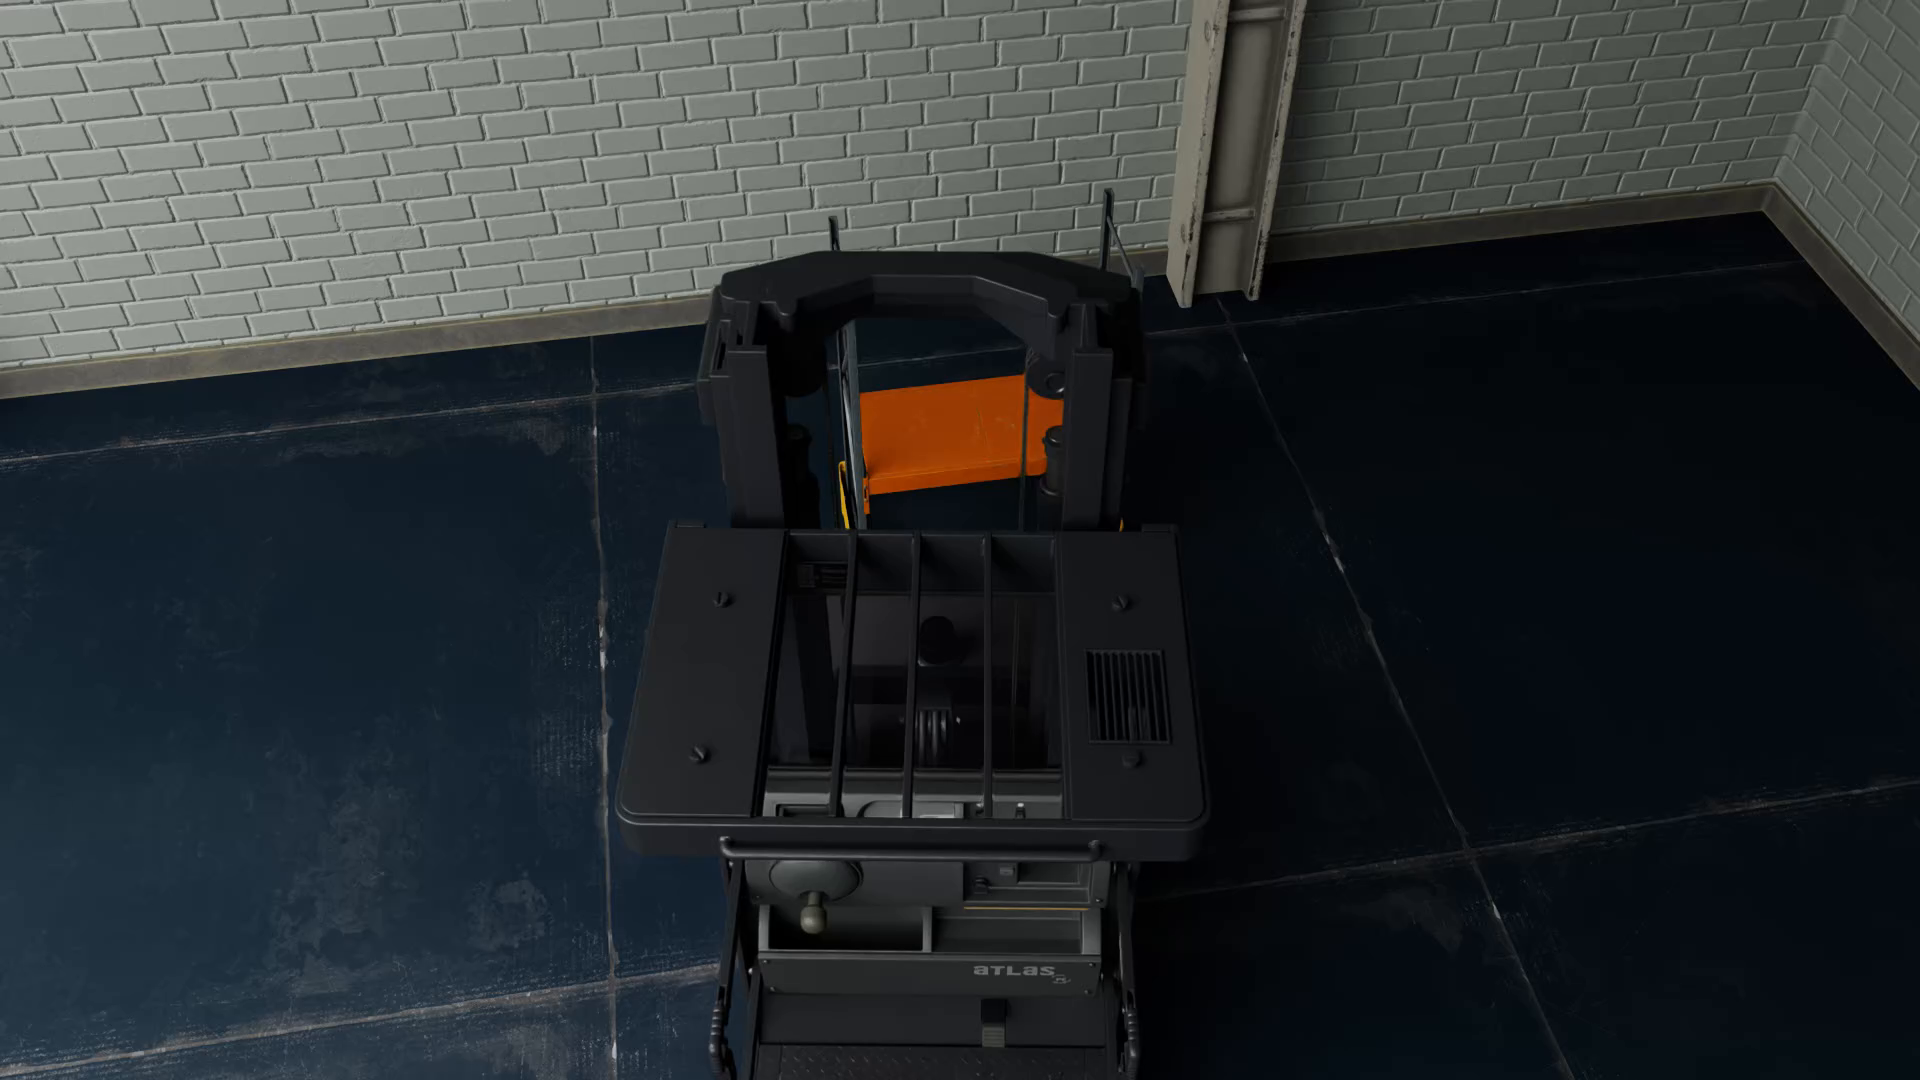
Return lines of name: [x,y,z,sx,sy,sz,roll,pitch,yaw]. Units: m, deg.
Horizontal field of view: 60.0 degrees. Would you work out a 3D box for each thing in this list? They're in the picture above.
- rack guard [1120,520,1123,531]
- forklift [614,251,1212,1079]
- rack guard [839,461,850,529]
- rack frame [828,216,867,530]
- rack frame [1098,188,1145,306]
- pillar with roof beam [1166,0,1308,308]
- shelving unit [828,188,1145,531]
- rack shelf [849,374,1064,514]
rack guard: [0.566,-0.157,6.921,0.087,0.250,0.587,-7,46,-7]
forklift: [-0.081,0.895,4.046,1.130,2.935,3.031,0,46,0]
rack guard: [-0.416,-0.035,6.803,0.087,0.250,0.587,-7,46,-7]
rack frame: [-0.417,-0.468,6.353,0.032,1.500,0.500,-7,46,-7]
rack frame: [0.585,-0.593,6.473,0.032,1.500,0.500,-7,46,-7]
pillar with roof beam: [1.967,-1.320,1.966,0.400,9.000,9.100,-7,46,-7]
shelving unit: [0.075,-0.530,6.412,1.083,1.500,0.587,-7,46,-7]
rack shelf: [0.084,-0.406,6.543,1.000,0.185,0.538,-7,46,-7]
